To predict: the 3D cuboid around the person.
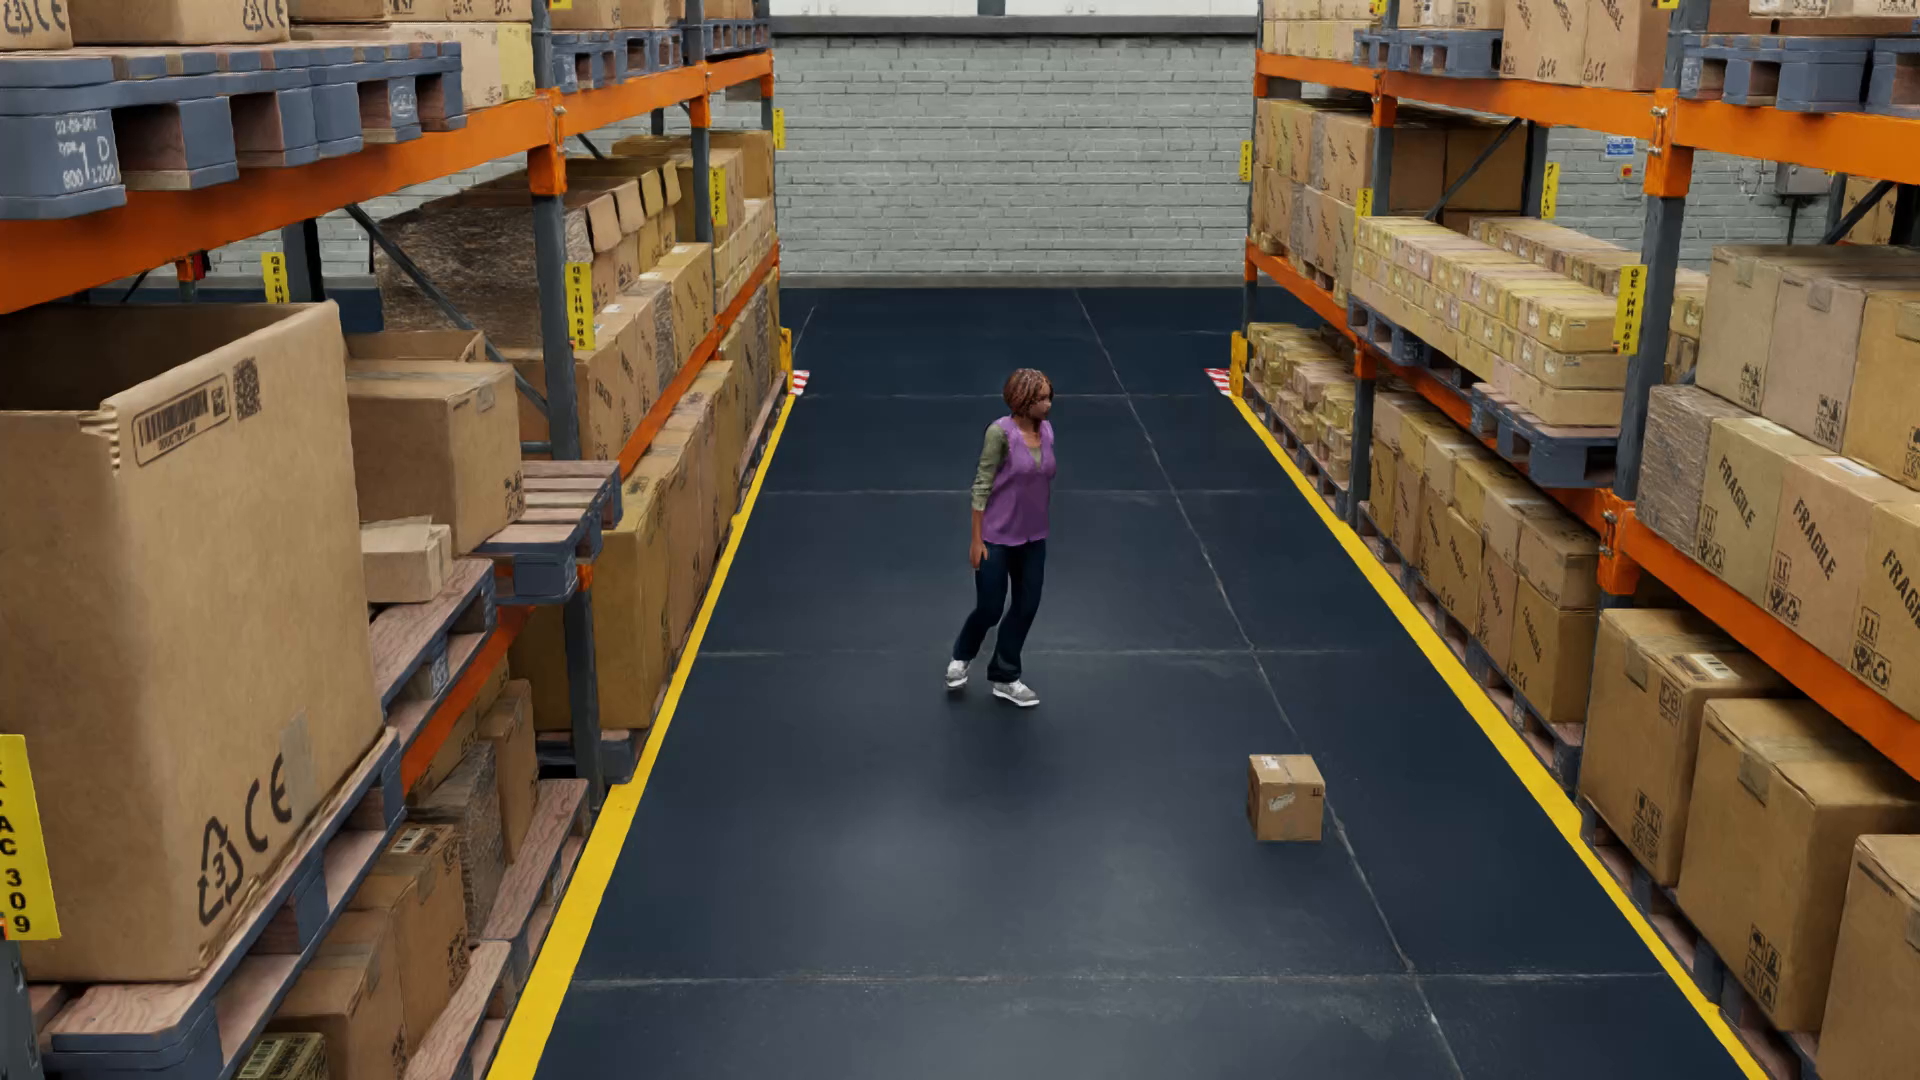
[{"bbox_3d":[0.186,-0.024,7.642,0.471,1.587,0.499,-13,21,-35],"label":"person"}]
